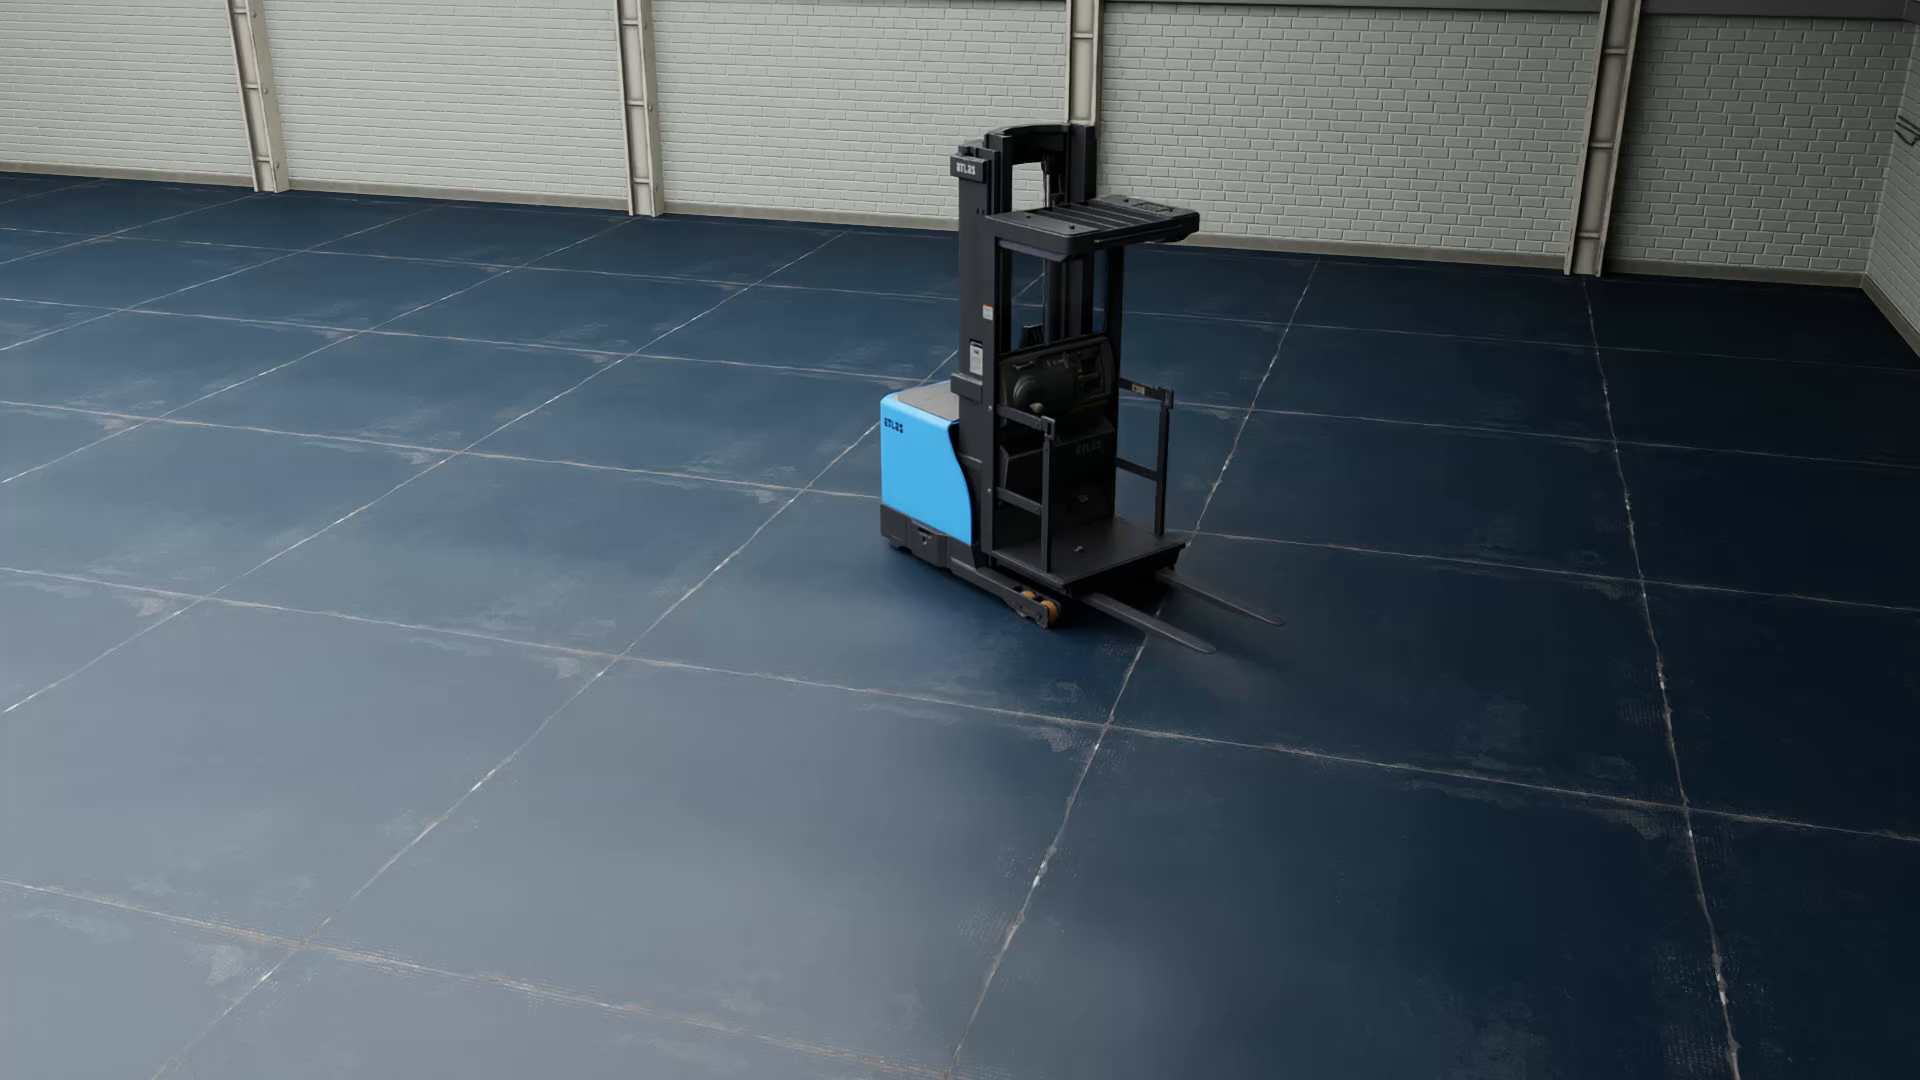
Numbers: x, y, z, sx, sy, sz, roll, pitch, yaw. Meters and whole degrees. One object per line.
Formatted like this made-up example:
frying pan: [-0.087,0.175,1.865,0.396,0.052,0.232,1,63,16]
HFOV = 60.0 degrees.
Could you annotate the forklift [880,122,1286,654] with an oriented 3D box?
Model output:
forklift: [0.753,-1.023,10.403,1.130,2.935,3.031,-17,28,-35]

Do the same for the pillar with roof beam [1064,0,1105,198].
pillar with roof beam: [0.257,-6.370,15.443,0.400,9.000,9.100,7,23,16]

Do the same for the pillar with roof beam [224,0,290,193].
pillar with roof beam: [-11.232,-7.686,18.650,0.400,9.000,9.100,7,23,16]

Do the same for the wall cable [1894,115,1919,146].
wall cable: [9.683,-5.037,16.283,0.112,2.526,3.097,7,23,16]

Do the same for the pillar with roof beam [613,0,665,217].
pillar with roof beam: [-5.488,-7.028,17.046,0.400,9.000,9.100,7,23,16]

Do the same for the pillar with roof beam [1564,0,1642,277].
pillar with roof beam: [6.001,-5.713,13.839,0.400,9.000,9.100,7,23,16]
